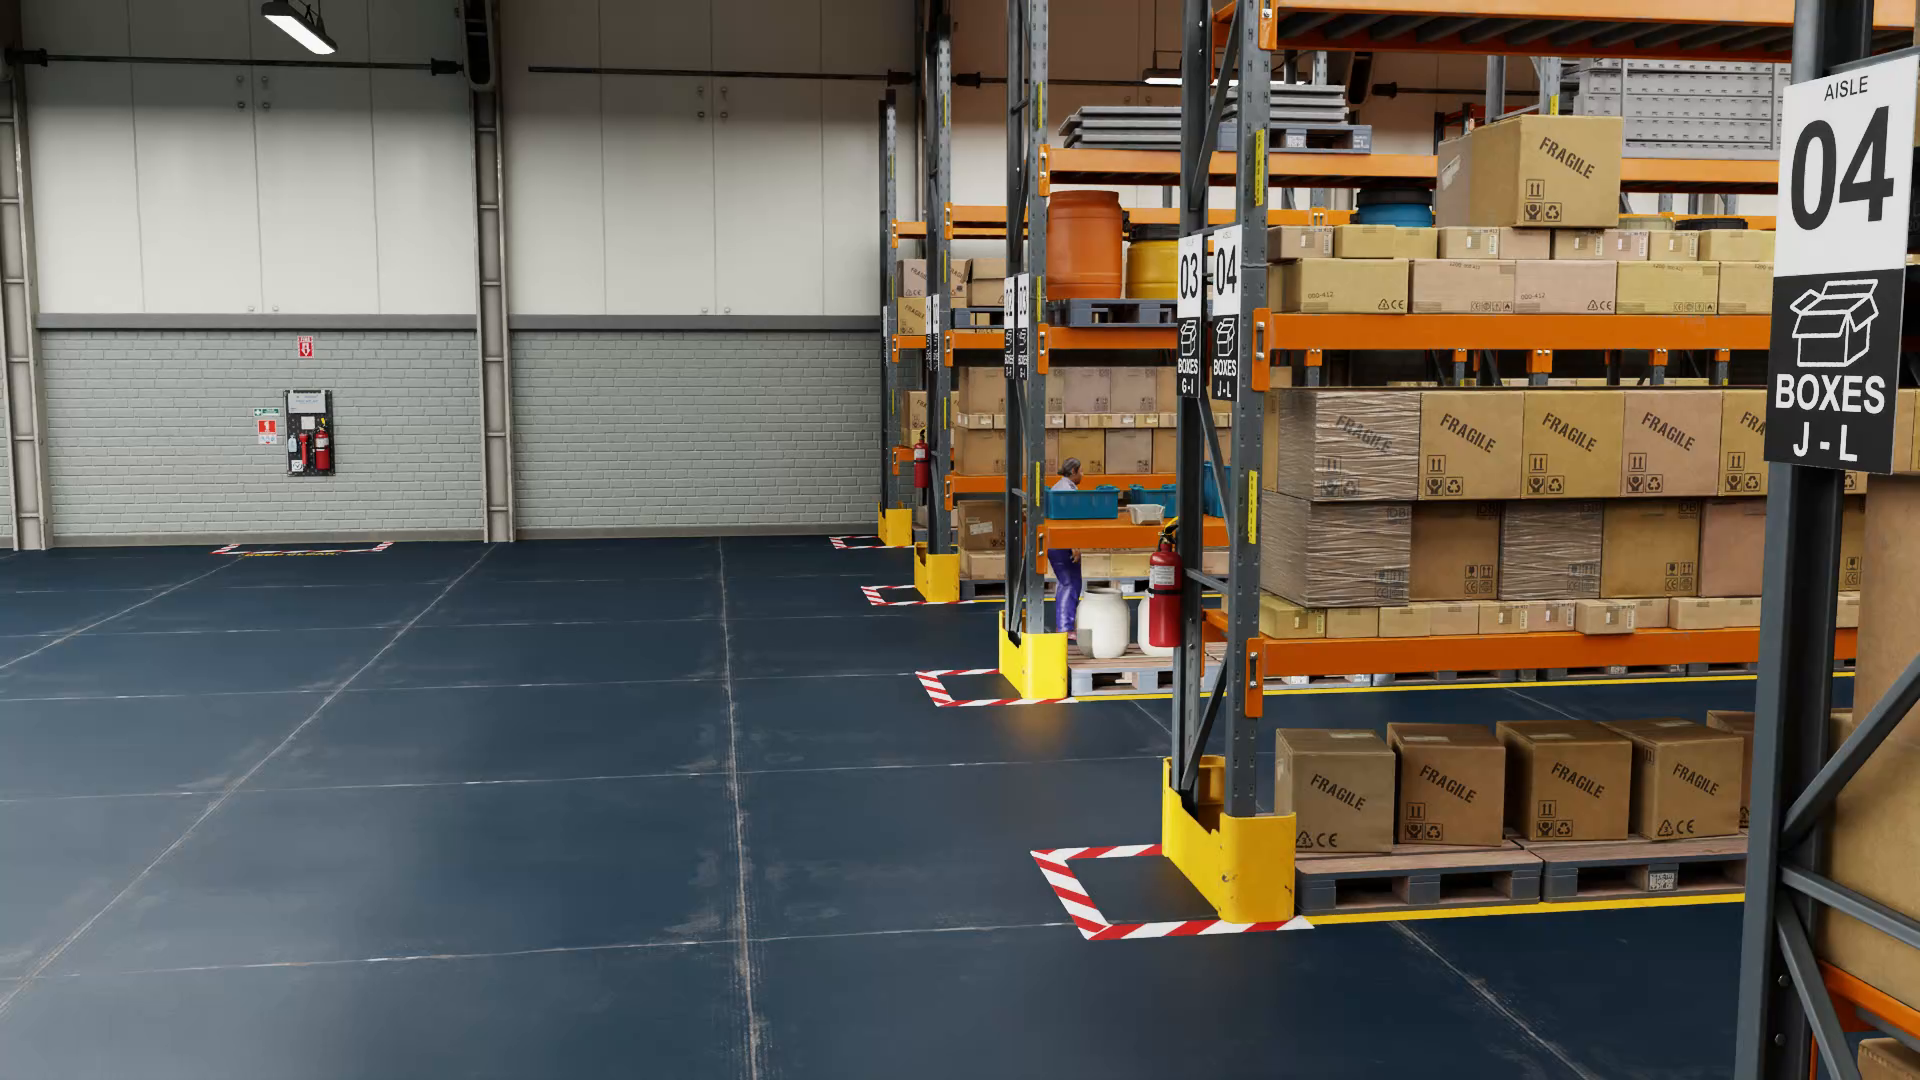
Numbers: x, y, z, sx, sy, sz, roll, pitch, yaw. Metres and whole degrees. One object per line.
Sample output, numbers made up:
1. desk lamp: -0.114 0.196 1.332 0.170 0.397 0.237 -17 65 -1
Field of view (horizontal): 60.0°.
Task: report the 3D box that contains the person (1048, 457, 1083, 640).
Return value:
1. person: 0.996 0.074 15.301 0.427 1.636 0.562 -1 7 -12
